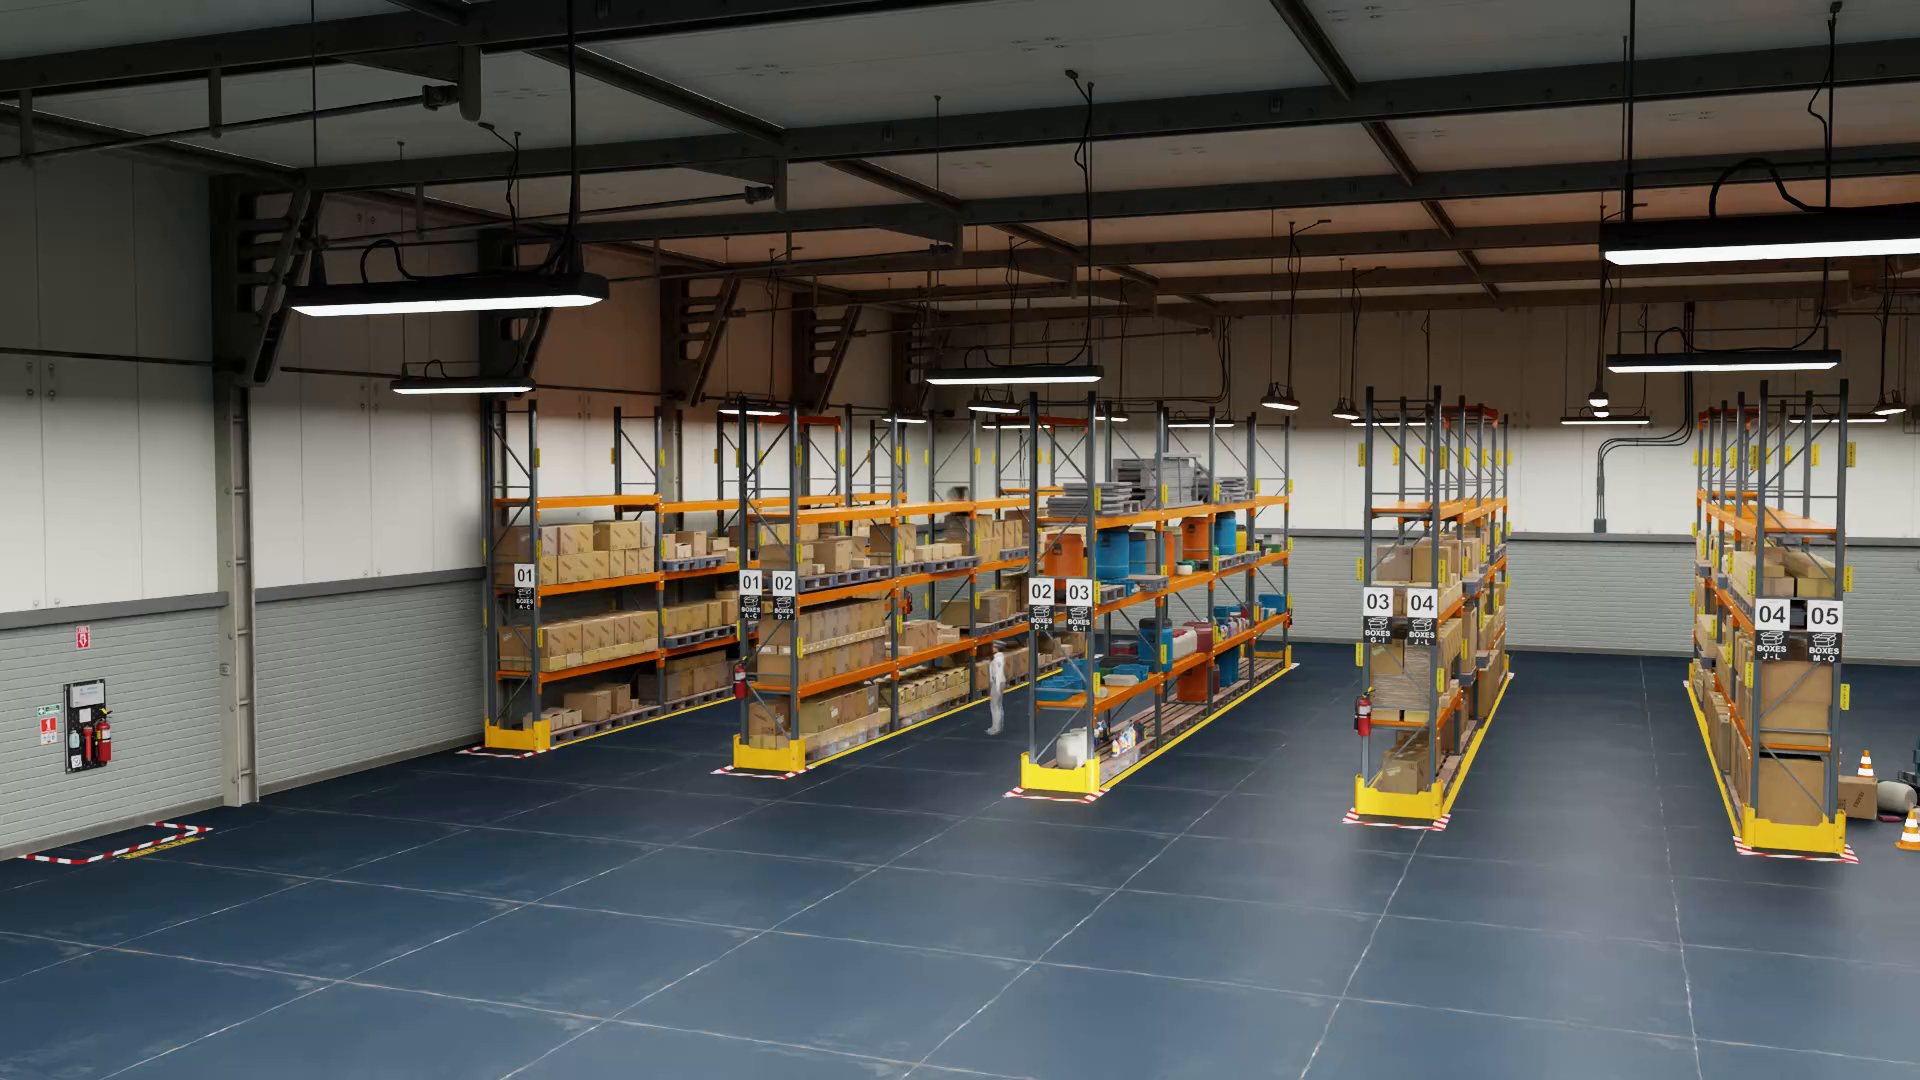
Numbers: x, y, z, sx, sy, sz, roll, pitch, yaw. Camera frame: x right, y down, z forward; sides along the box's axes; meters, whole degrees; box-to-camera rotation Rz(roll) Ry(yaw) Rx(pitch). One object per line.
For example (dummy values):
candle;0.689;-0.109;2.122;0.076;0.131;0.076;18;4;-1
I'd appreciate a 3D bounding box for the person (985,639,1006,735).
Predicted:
person;0.663;2.680;30.311;0.349;1.721;0.581;0;3;8
